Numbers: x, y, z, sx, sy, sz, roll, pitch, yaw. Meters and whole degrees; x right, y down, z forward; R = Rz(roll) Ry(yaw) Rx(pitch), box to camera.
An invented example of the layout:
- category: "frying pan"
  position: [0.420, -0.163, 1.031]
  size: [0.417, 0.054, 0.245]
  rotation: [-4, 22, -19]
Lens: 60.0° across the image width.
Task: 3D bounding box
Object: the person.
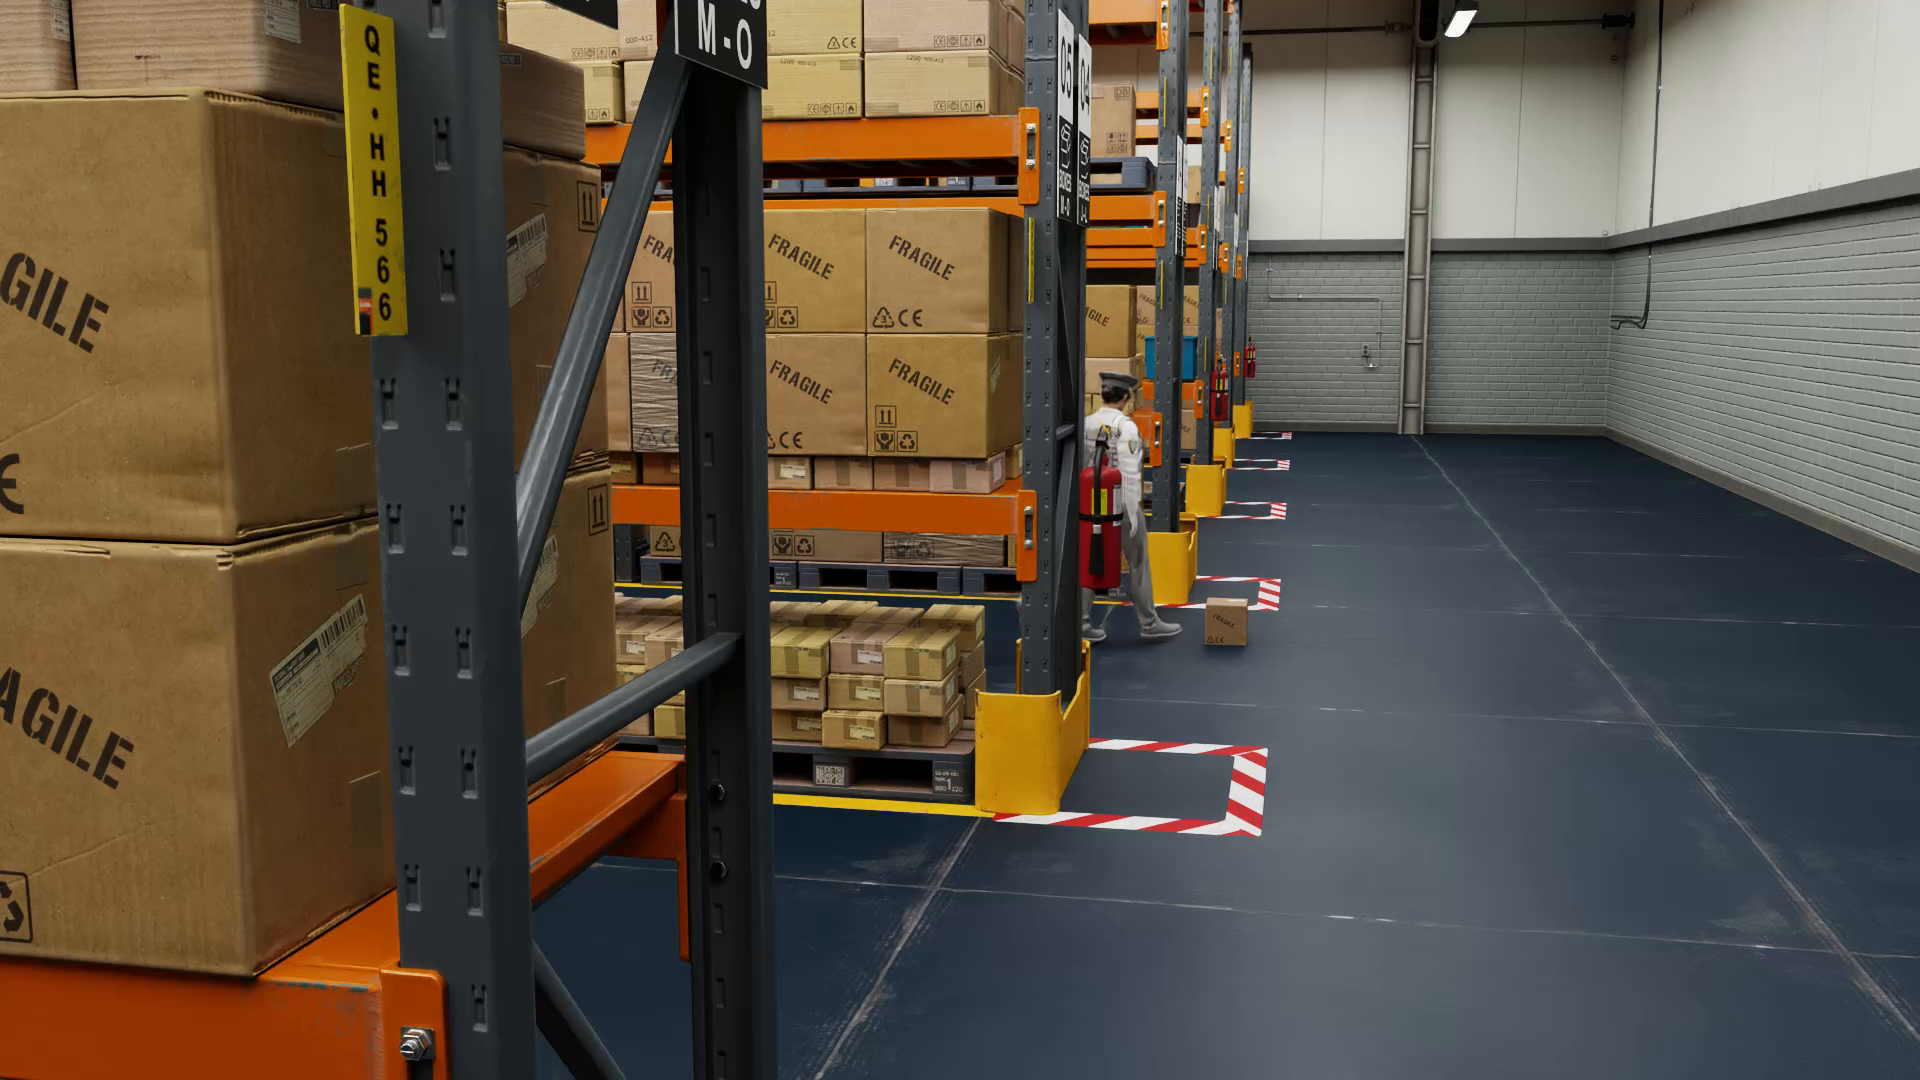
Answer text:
- category: "person"
  position: [0.987, -0.205, 10.146]
  size: [0.704, 1.649, 0.524]
  rotation: [-7, 11, -41]
